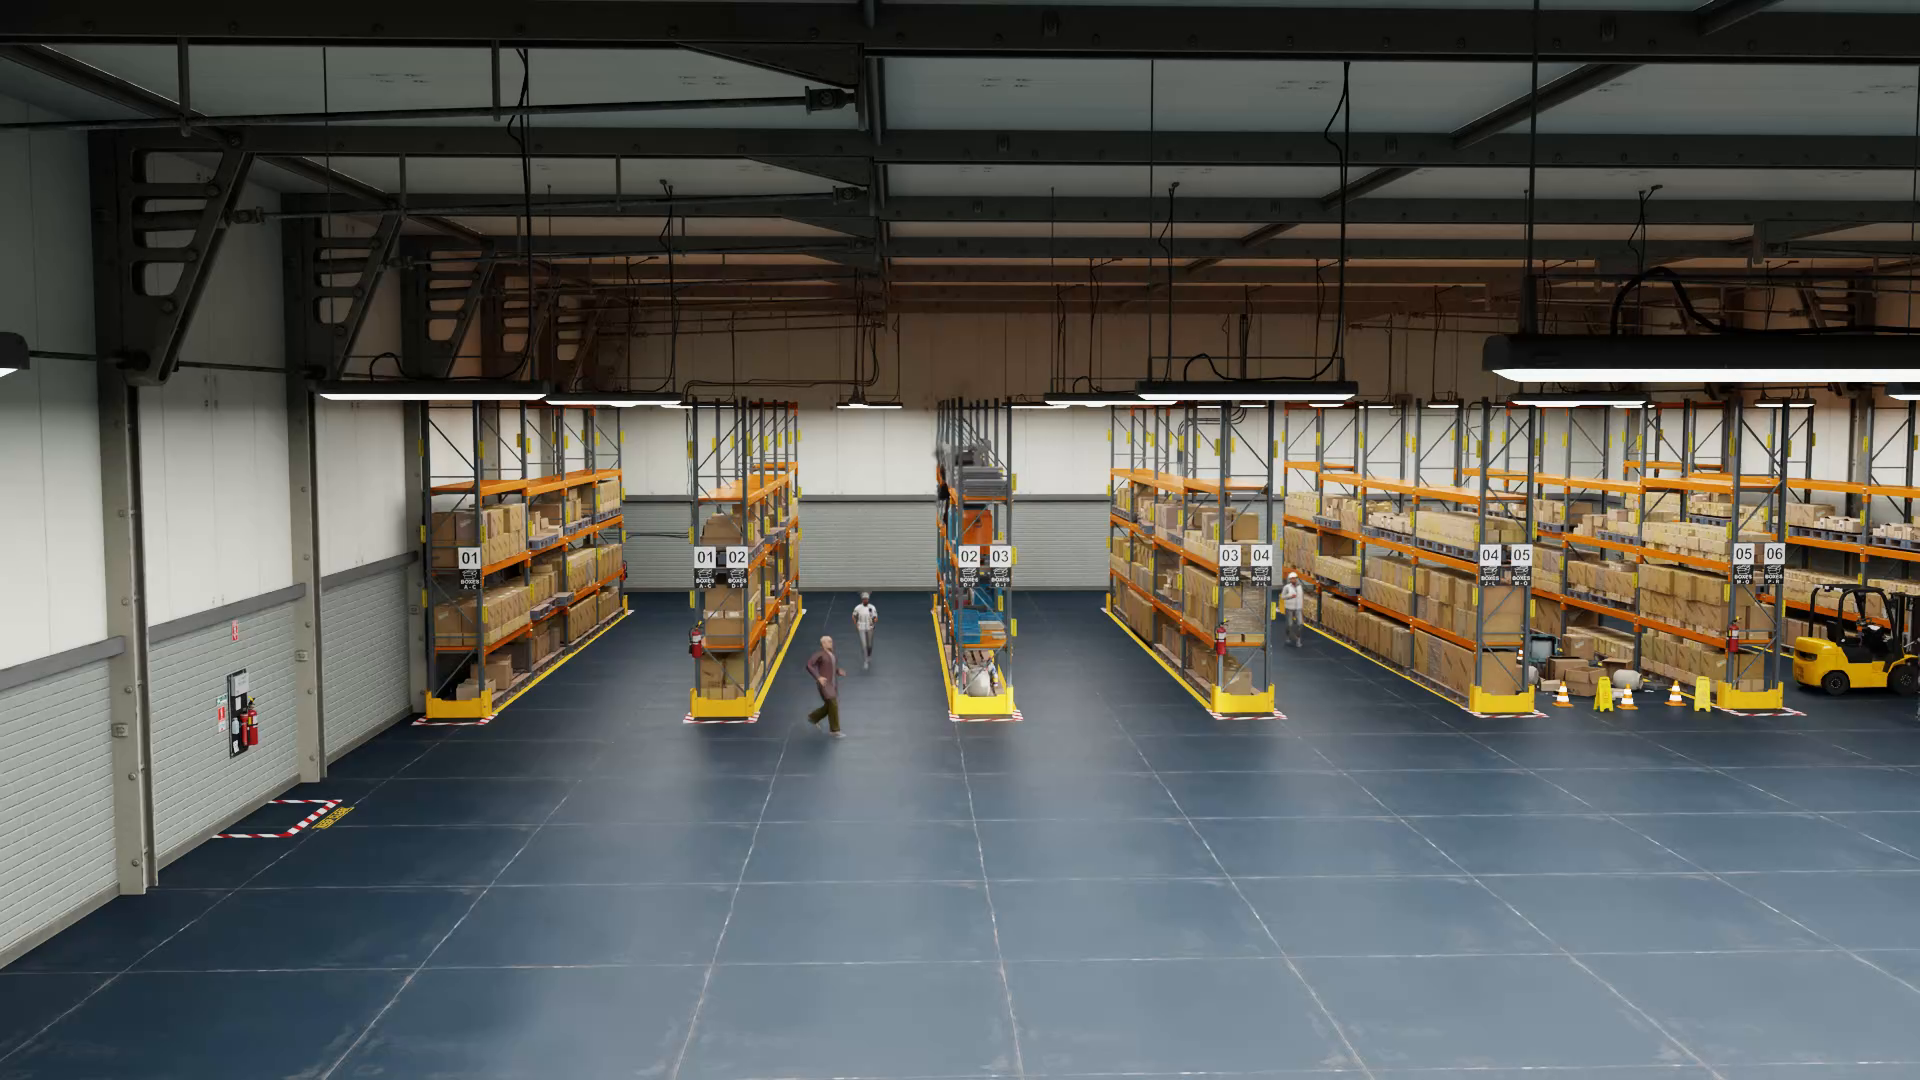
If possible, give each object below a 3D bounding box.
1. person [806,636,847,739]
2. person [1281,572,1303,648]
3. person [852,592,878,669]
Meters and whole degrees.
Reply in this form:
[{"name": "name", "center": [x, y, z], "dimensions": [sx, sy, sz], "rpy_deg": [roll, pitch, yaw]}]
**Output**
[{"name": "person", "center": [-2.371, 2.573, 29.283], "dimensions": [0.901, 1.785, 0.711], "rpy_deg": [2, 5, 27]}, {"name": "person", "center": [8.135, 1.697, 40.578], "dimensions": [0.641, 1.820, 0.740], "rpy_deg": [-1, 4, -8]}, {"name": "person", "center": [-2.126, 2.013, 37.260], "dimensions": [0.585, 1.690, 0.688], "rpy_deg": [-1, 4, -7]}]
